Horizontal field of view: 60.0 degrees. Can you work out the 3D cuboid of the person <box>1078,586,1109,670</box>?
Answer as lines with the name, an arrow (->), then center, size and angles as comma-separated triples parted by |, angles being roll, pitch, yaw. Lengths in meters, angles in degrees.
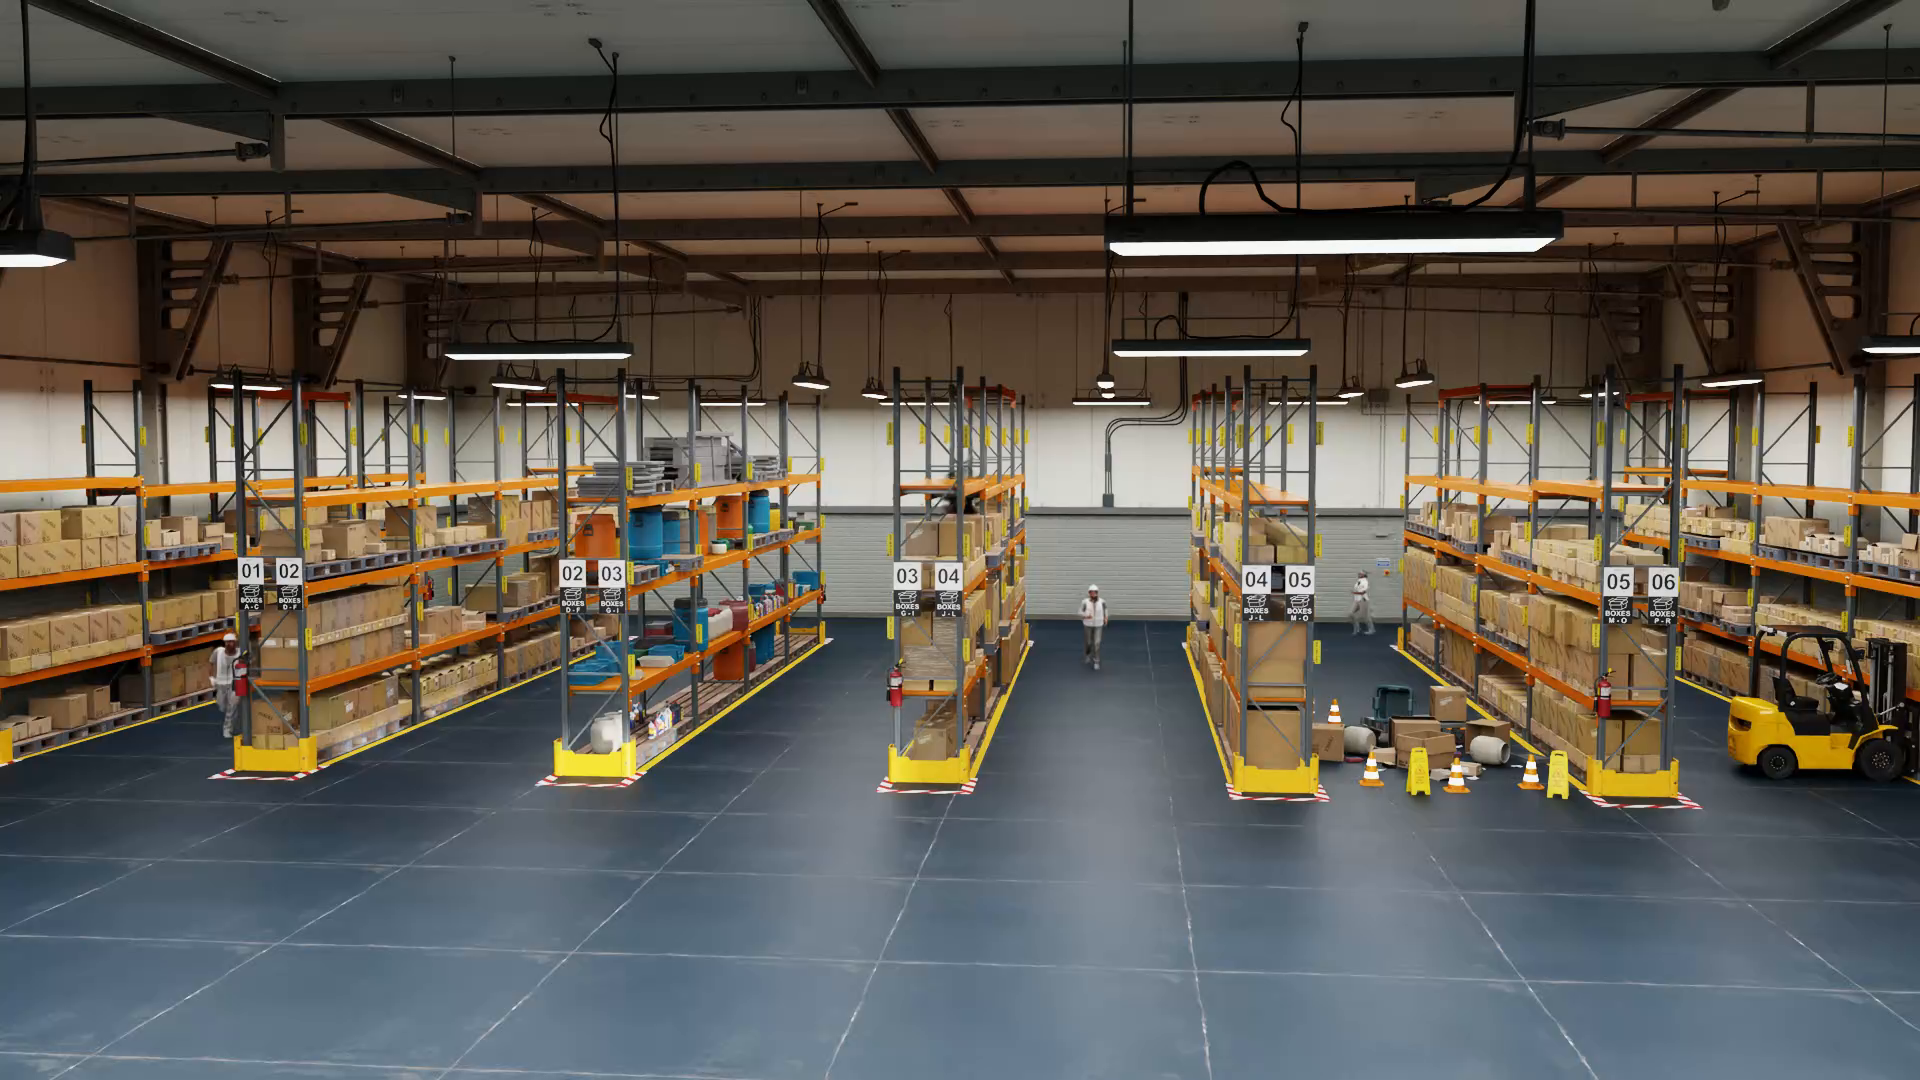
person -> 2.901, 1.878, 36.051 | 0.680, 1.790, 0.846 | 0, 4, -1

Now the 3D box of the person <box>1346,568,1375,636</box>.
person -> 10.038, 1.568, 41.753 | 0.756, 1.756, 0.544 | -1, 4, -12

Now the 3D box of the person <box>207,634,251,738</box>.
person -> -12.248, 2.421, 27.876 | 0.694, 1.724, 0.714 | -1, 4, -13
